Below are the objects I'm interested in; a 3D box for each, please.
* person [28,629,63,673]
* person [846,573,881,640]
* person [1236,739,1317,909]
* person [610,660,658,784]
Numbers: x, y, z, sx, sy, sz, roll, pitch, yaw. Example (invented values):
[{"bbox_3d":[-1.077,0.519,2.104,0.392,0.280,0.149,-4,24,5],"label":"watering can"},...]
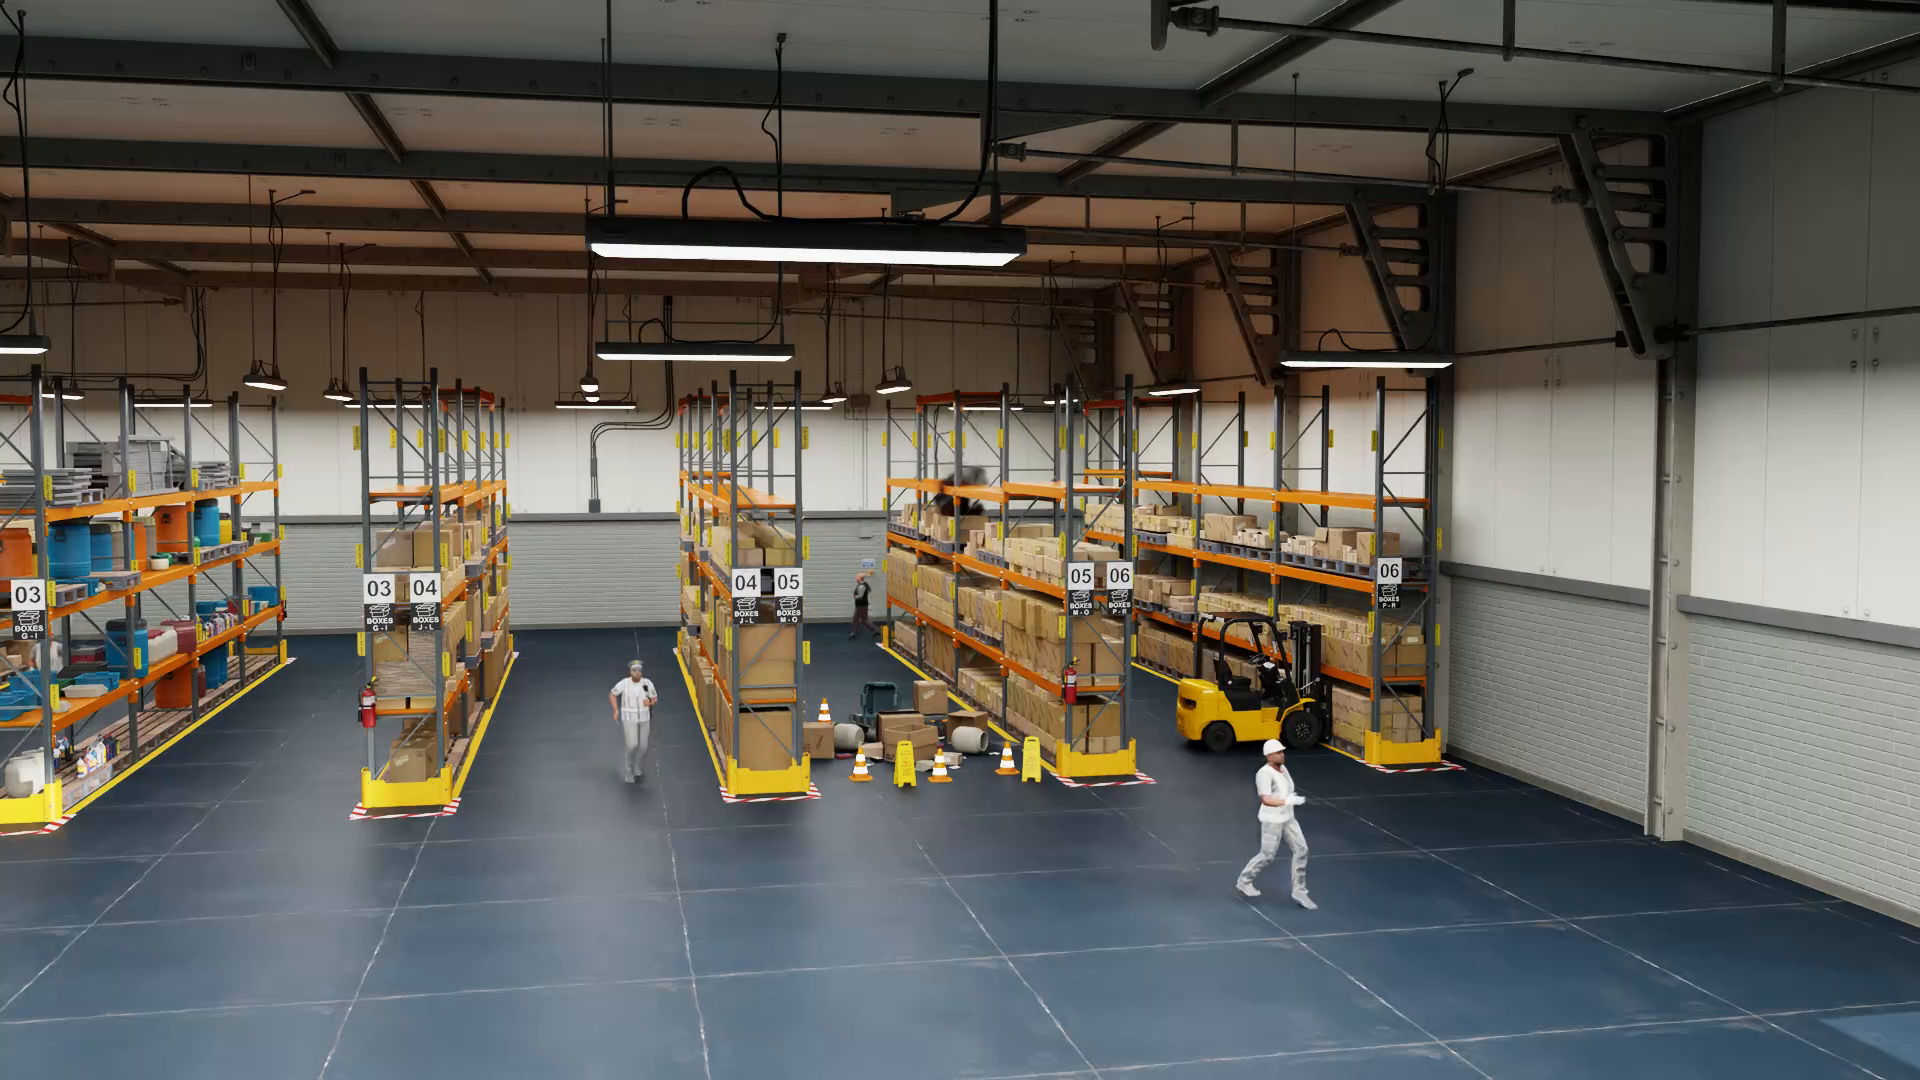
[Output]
[{"bbox_3d":[-15.948,2.395,29.070,0.661,1.745,0.586,-1,3,-11],"label":"person"},{"bbox_3d":[-2.425,1.686,41.584,0.885,1.735,0.667,0,3,-3],"label":"person"},{"bbox_3d":[3.435,3.053,17.976,0.871,1.815,0.690,3,4,38],"label":"person"},{"bbox_3d":[-4.761,2.672,24.449,0.635,1.828,0.731,-2,4,-27],"label":"person"}]
